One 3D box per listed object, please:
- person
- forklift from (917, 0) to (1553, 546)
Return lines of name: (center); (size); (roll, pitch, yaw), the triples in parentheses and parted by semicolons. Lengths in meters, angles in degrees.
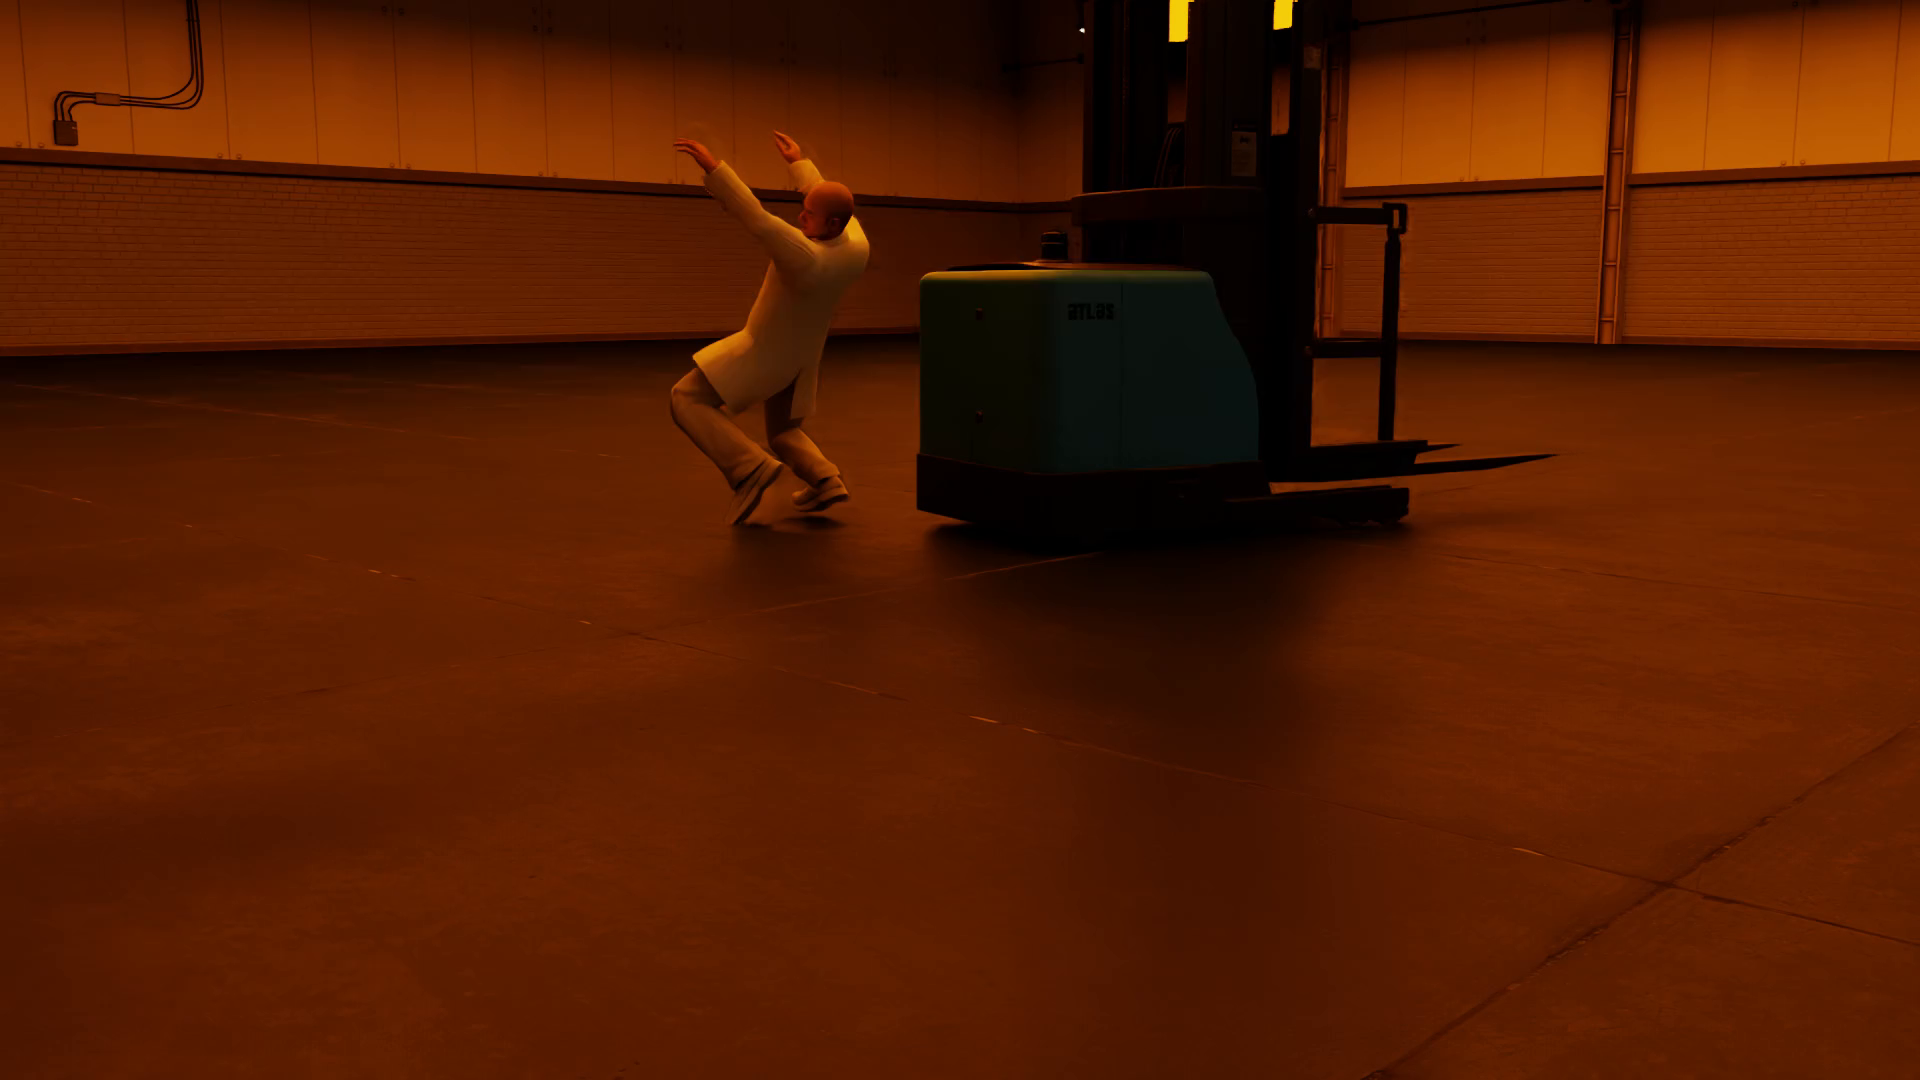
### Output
person: (-0.844, -0.903, 7.111); (0.805, 1.728, 1.090); (6, 10, 35)
forklift: (1.349, -1.564, 7.259); (3.031, 2.935, 1.130); (-5, 10, -30)
